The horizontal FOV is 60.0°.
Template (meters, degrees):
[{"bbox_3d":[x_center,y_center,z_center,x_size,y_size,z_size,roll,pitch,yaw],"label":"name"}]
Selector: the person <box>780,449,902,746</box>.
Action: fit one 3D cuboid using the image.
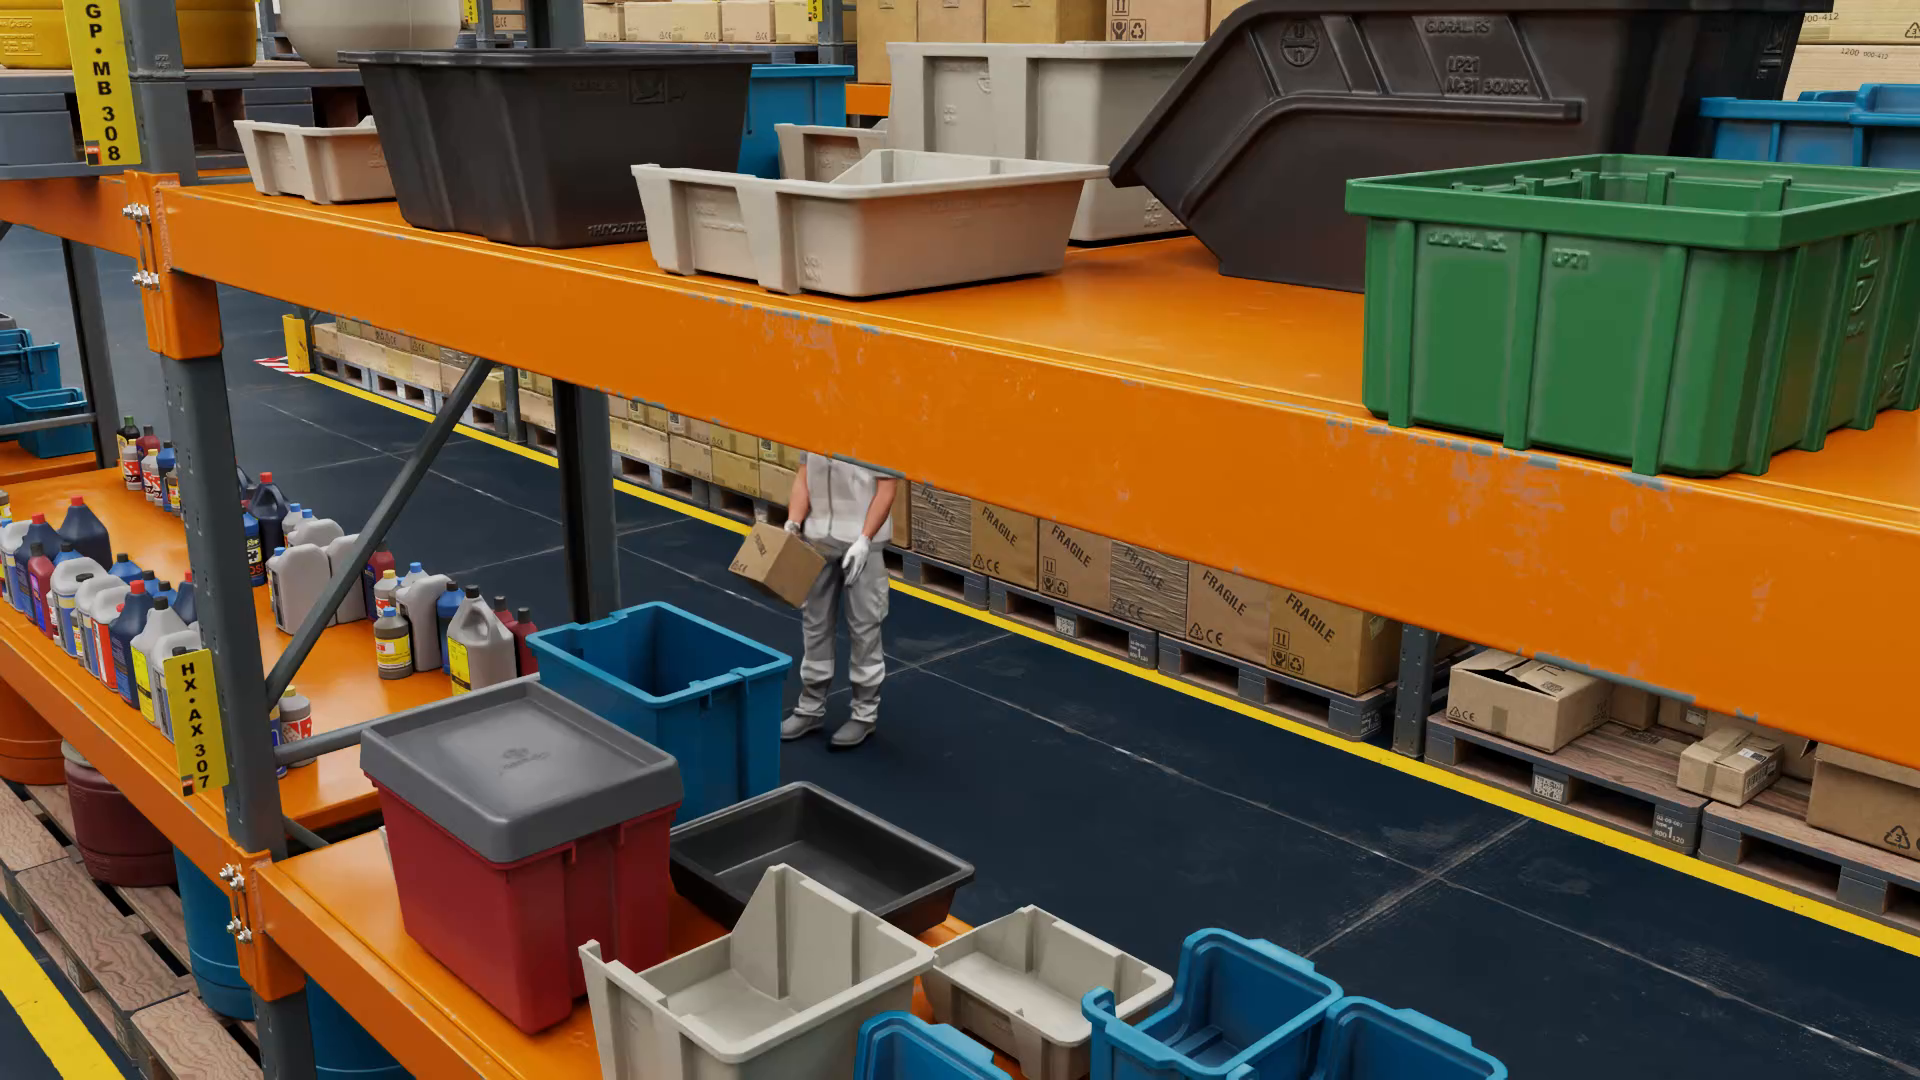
[{"bbox_3d":[-0.542,0.037,7.357,0.563,1.795,0.501,9,19,26],"label":"person"}]
